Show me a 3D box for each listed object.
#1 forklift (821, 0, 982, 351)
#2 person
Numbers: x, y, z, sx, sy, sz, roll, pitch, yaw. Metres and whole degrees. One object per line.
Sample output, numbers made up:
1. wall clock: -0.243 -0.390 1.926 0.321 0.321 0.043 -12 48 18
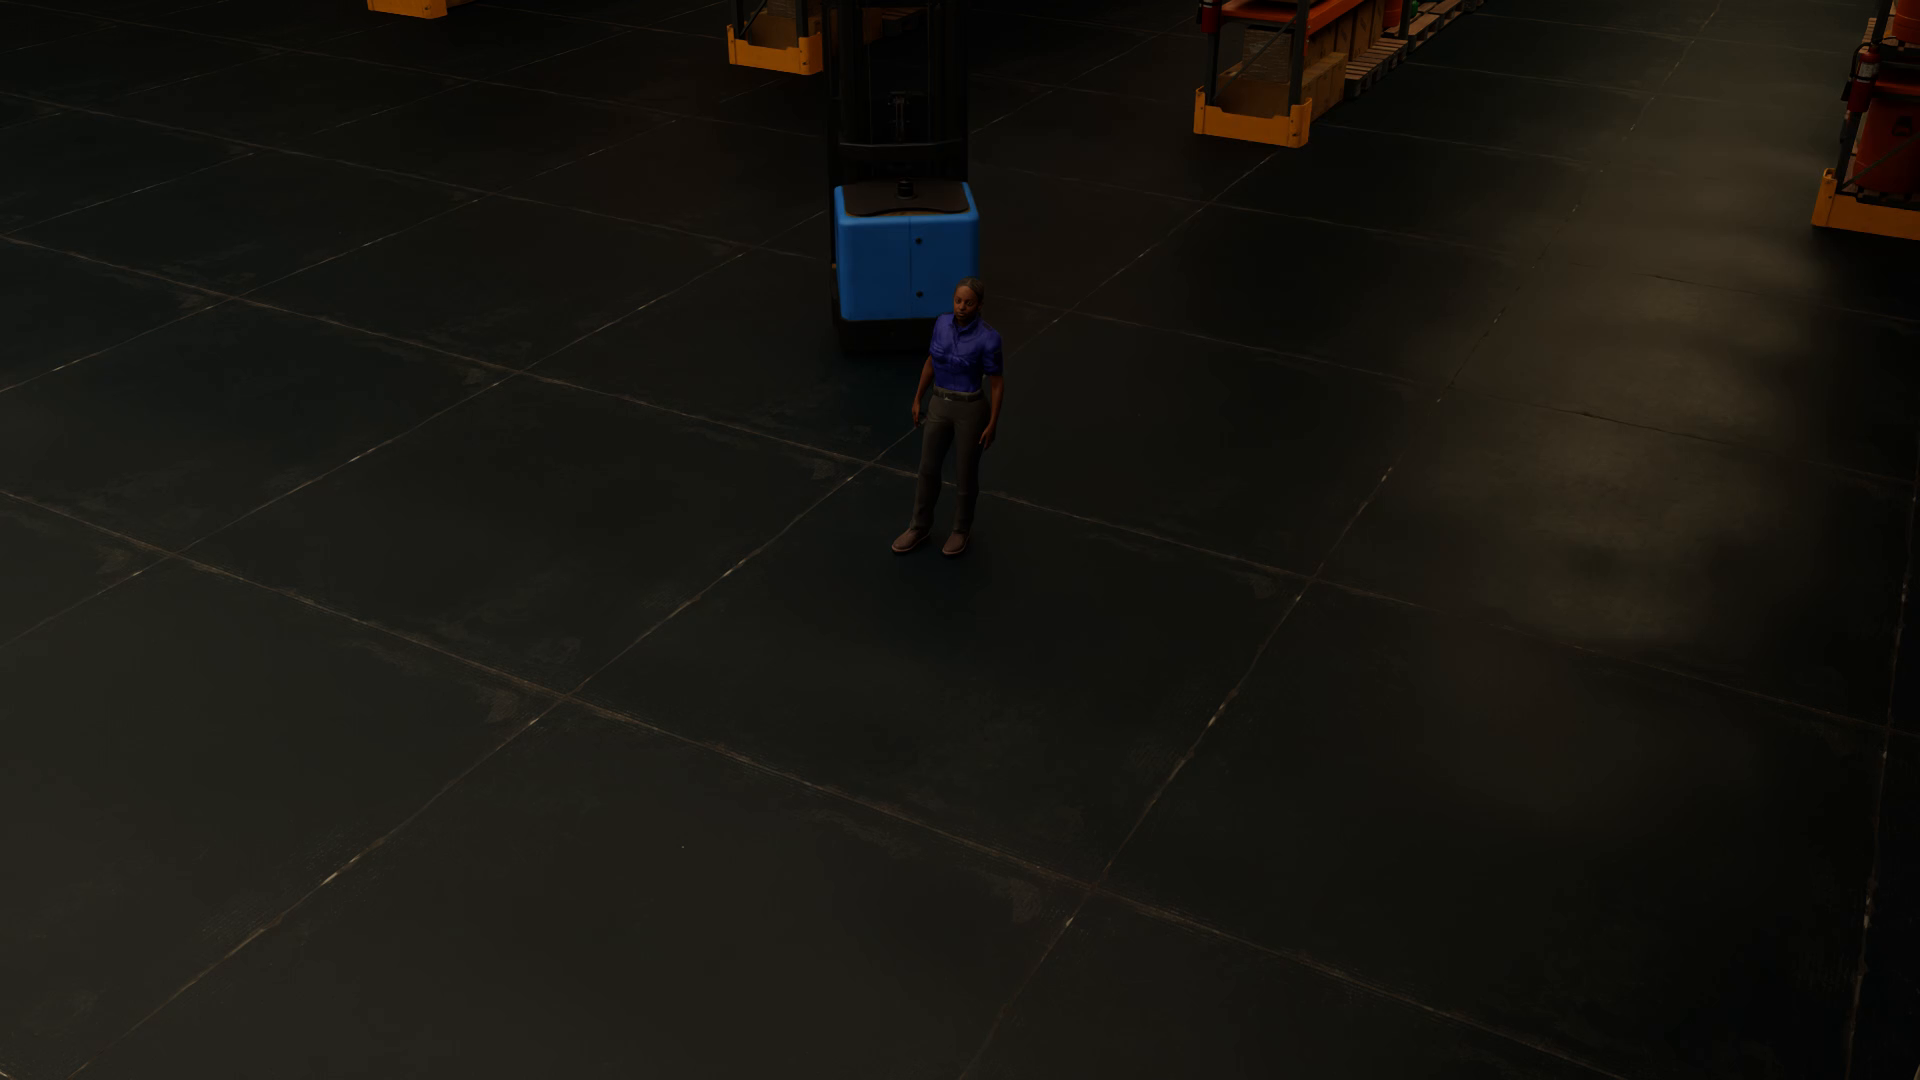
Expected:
1. forklift: -0.510 -3.374 12.917 1.130 2.935 3.031 -3 30 -5
2. person: -0.060 -0.689 9.528 0.569 1.654 0.504 15 33 25
